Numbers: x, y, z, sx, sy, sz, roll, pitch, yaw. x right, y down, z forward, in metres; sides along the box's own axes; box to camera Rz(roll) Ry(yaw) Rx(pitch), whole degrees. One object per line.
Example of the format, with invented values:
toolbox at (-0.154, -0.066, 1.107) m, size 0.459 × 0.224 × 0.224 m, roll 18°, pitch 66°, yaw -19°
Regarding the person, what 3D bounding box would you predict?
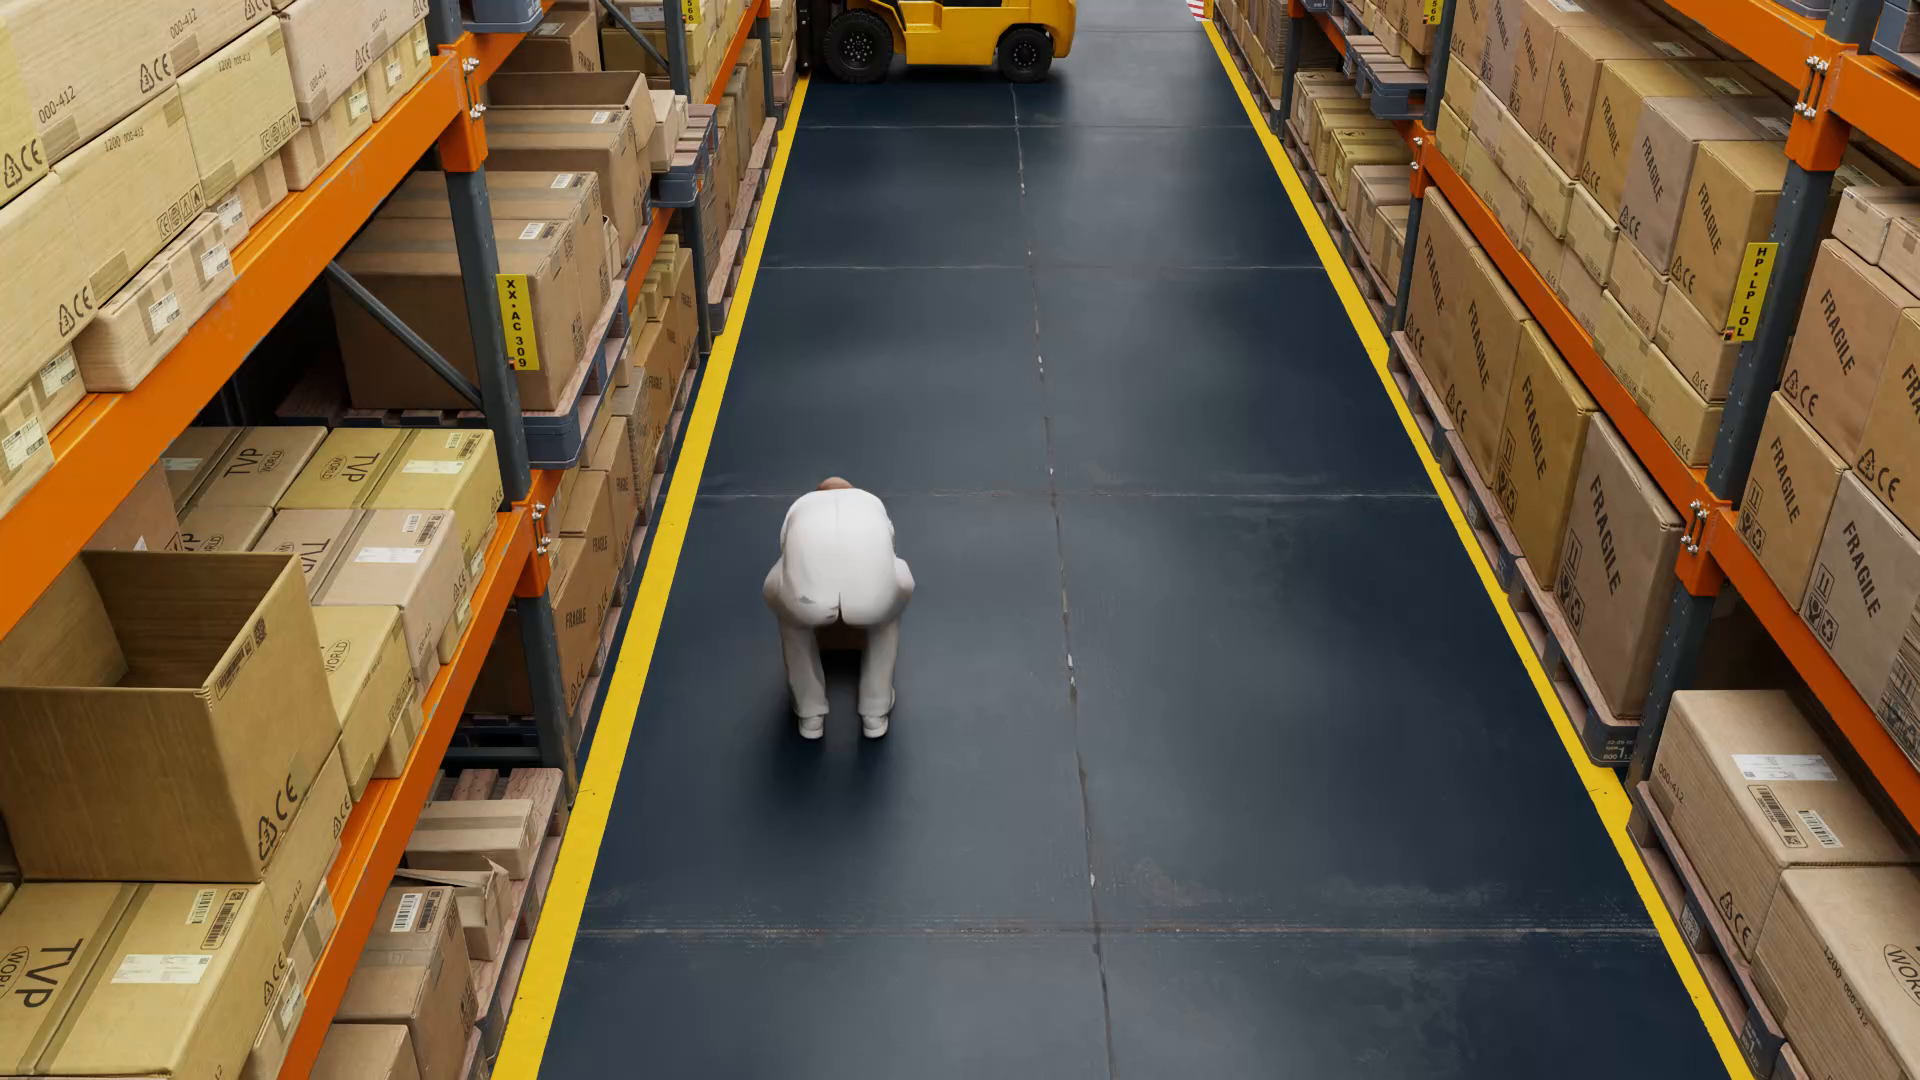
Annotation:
person at (-0.479, 0.199, 6.600) m, size 0.594 × 0.966 × 0.952 m, roll -2°, pitch 31°, yaw -4°
